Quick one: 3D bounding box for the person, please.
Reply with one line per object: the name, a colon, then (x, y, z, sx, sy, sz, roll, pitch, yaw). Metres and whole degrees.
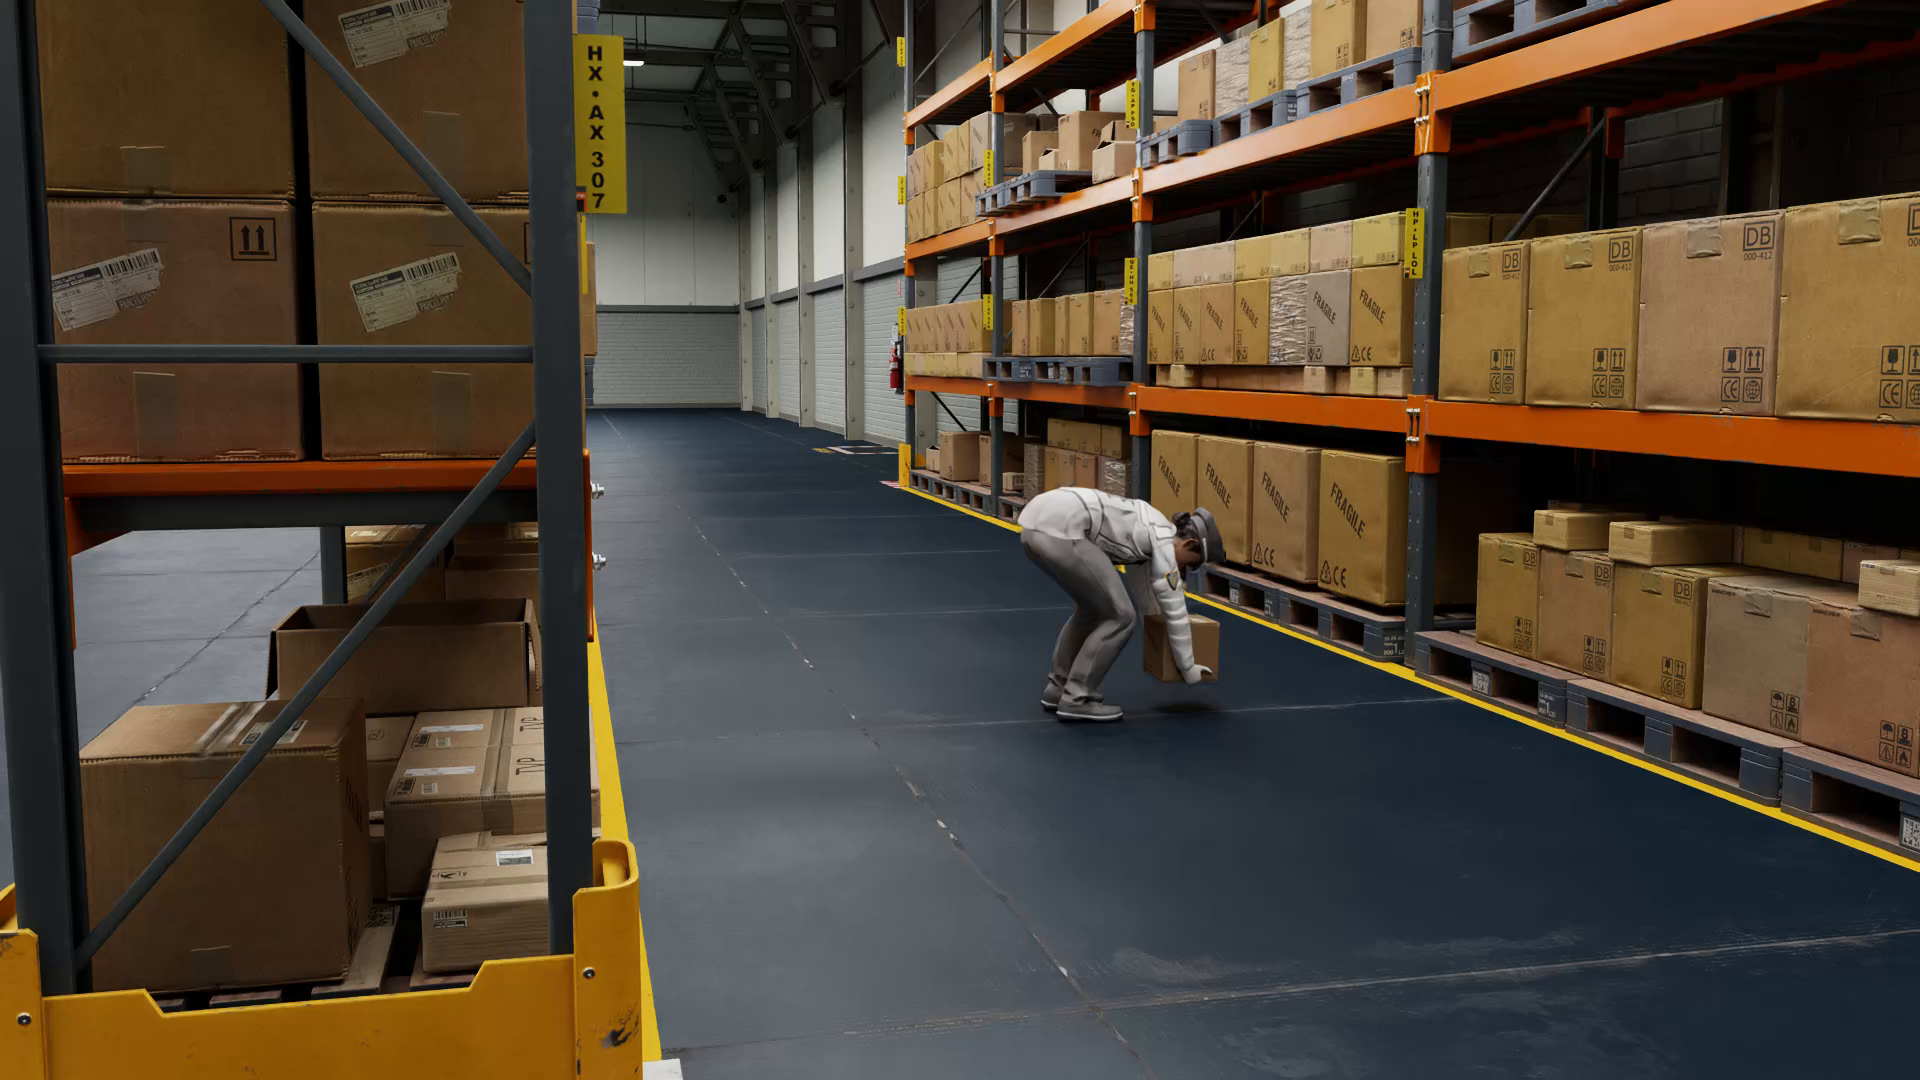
person: (0.689, 0.253, 7.057, 0.901, 0.972, 0.444, -2, 6, -16)
